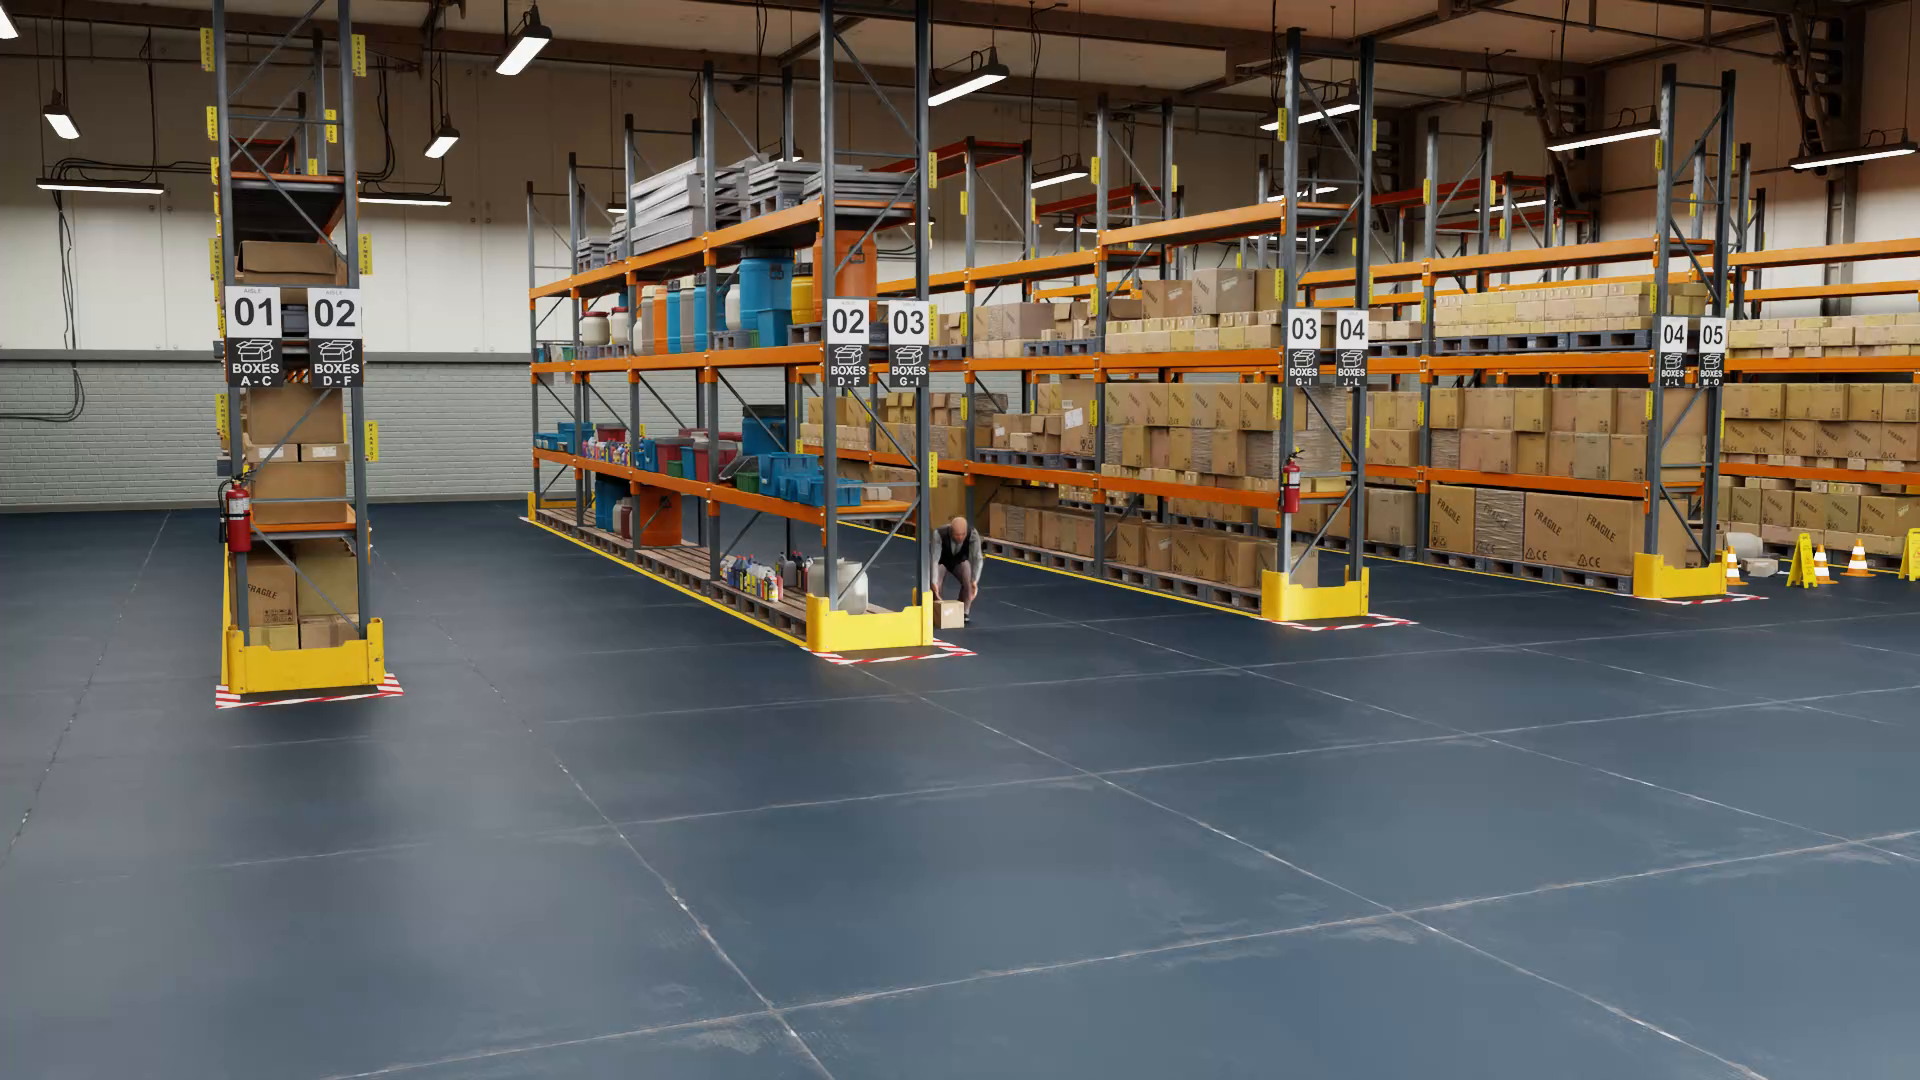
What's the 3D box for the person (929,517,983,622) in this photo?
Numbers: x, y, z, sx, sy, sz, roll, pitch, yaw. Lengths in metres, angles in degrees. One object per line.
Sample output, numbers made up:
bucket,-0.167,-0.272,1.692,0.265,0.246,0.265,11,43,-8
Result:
person,-0.058,0.291,17.074,0.563,1.111,0.830,0,5,-5
